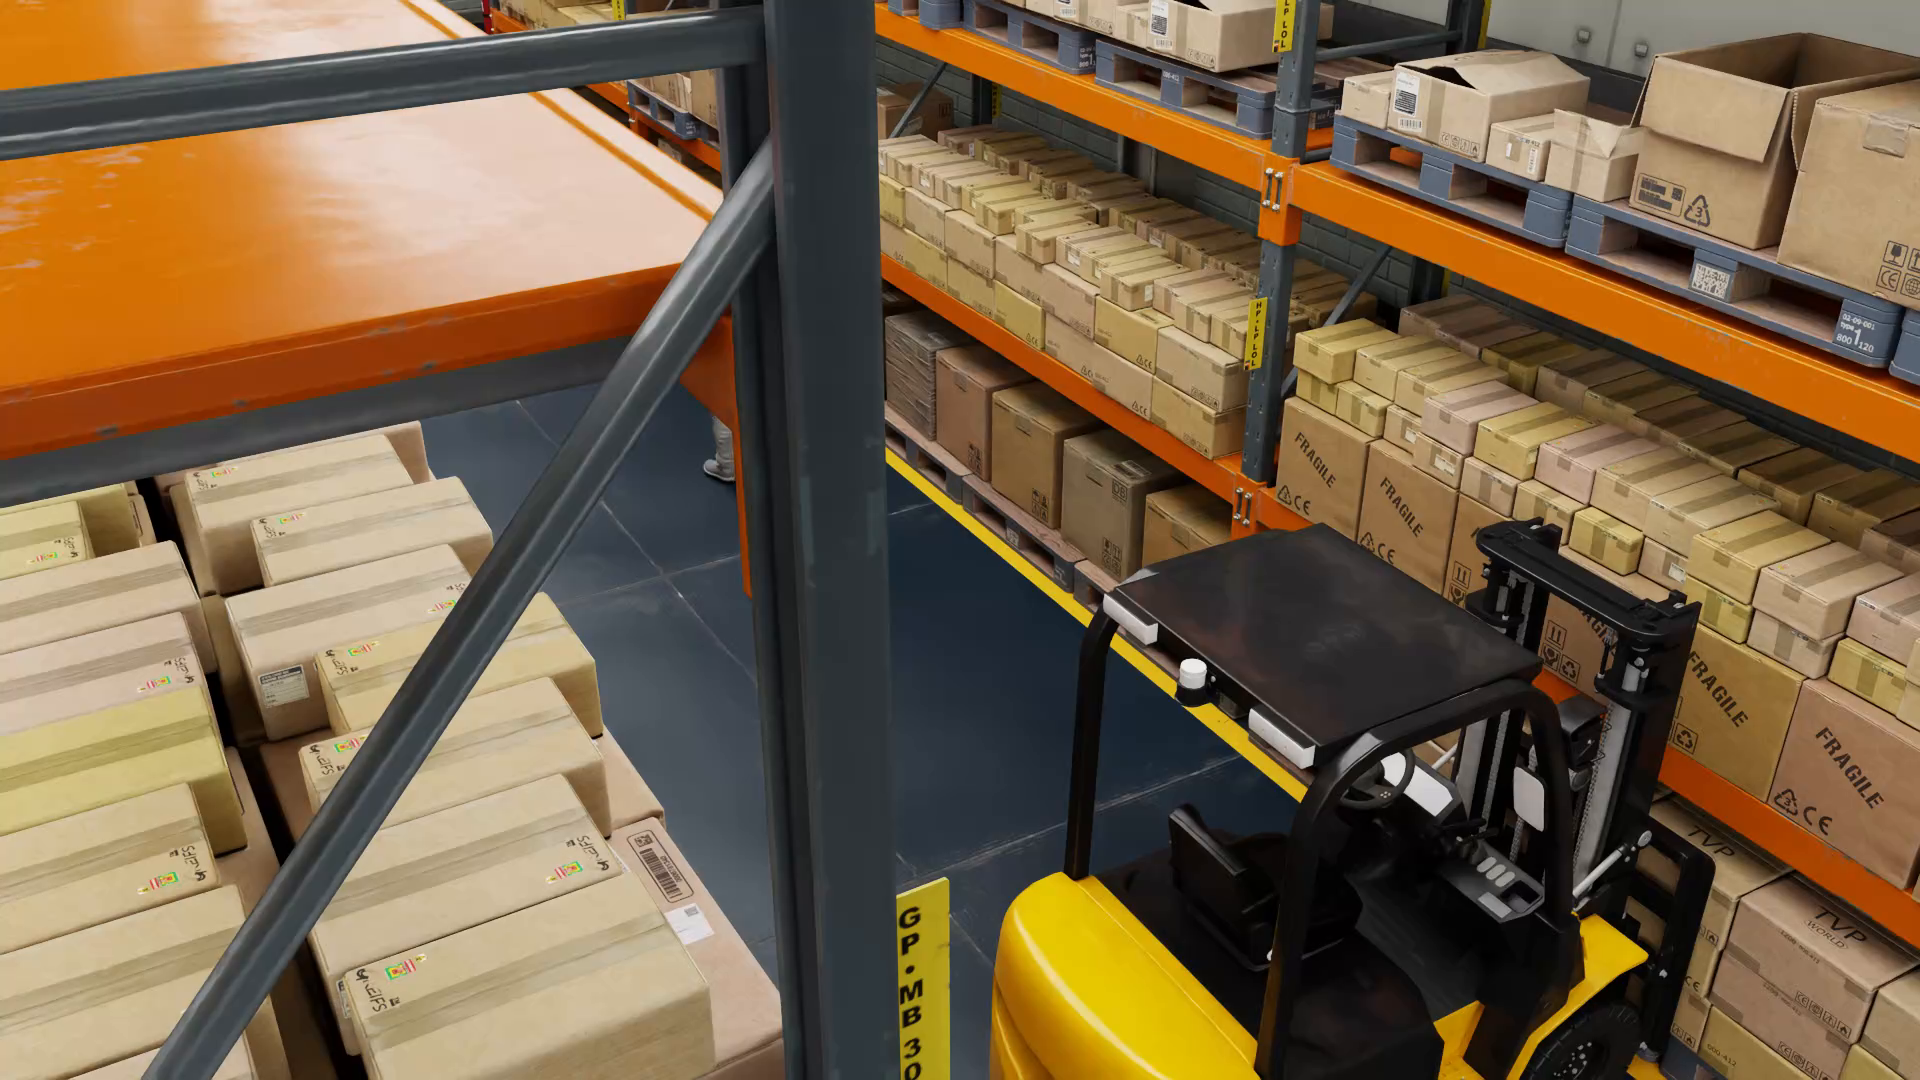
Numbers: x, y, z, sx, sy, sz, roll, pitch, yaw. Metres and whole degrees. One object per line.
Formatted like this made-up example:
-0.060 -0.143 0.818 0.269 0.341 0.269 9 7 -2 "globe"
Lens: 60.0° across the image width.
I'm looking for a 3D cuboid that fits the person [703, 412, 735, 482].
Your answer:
-1.373 -1.134 10.144 0.495 1.691 0.466 -20 35 -31 "person"
